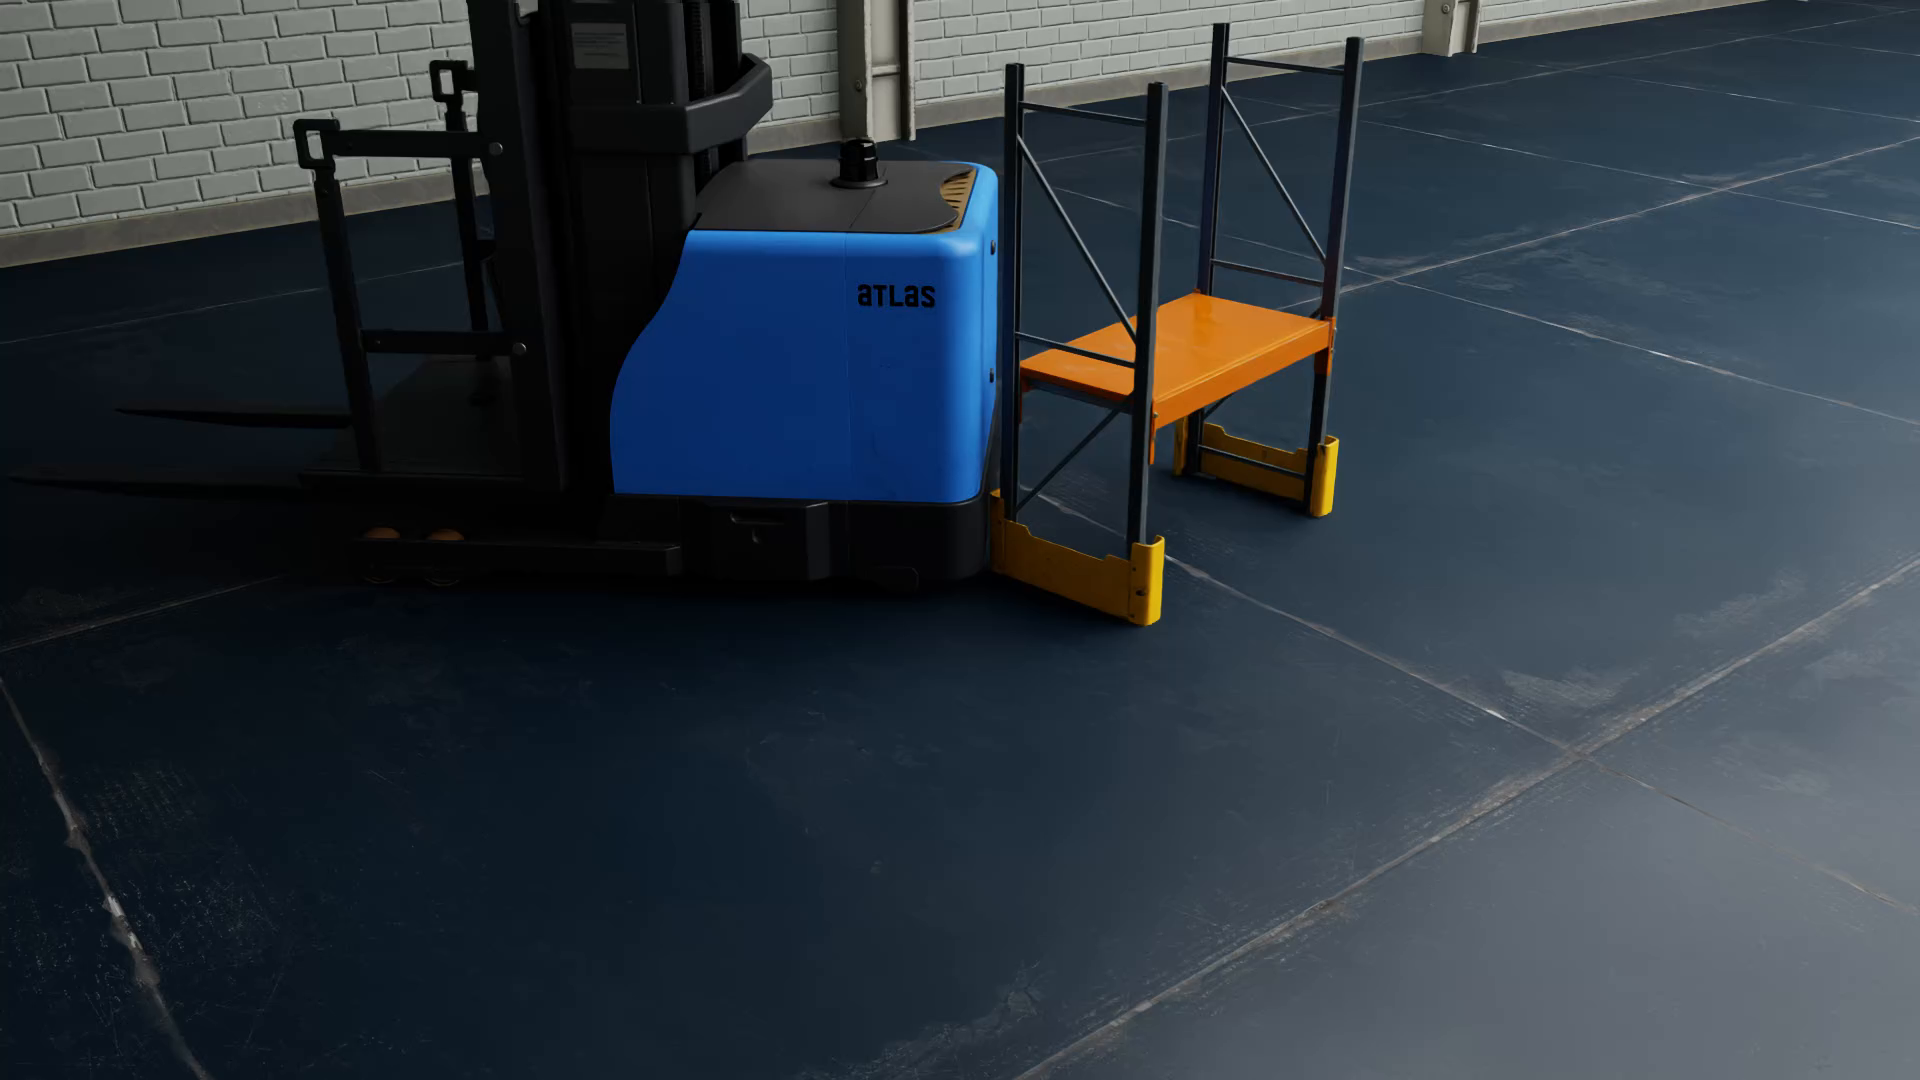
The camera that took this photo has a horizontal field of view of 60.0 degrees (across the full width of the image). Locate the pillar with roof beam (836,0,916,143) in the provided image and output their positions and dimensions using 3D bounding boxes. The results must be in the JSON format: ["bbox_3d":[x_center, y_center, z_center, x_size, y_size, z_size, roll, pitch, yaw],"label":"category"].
[{"bbox_3d":[2.119,-5.284,5.945,0.400,9.000,9.100,-18,31,-34],"label":"pillar with roof beam"}]

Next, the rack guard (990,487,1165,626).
[{"bbox_3d":[0.332,0.042,4.863,0.587,0.250,0.087,20,31,36],"label":"rack guard"}]

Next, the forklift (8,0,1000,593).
[{"bbox_3d":[-1.410,-1.411,4.808,3.031,2.935,1.130,2,25,4],"label":"forklift"}]

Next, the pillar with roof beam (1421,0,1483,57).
[{"bbox_3d":[6.840,-6.842,9.304,0.400,9.000,9.100,-18,31,-34],"label":"pillar with roof beam"}]

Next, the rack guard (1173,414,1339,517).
[{"bbox_3d":[0.977,-0.278,5.552,0.587,0.250,0.087,20,31,36],"label":"rack guard"}]

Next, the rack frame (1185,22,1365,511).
[{"bbox_3d":[0.978,-0.845,5.289,0.500,1.500,0.032,20,31,36],"label":"rack frame"}]

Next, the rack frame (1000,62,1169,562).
[{"bbox_3d":[0.320,-0.519,4.587,0.500,1.500,0.032,20,31,36],"label":"rack frame"}]

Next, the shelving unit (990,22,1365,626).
[{"bbox_3d":[0.655,-0.685,4.944,0.587,1.500,1.083,20,31,36],"label":"shelving unit"}]

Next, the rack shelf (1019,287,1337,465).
[{"bbox_3d":[0.649,-0.519,5.014,0.538,0.185,1.000,20,31,36],"label":"rack shelf"}]
